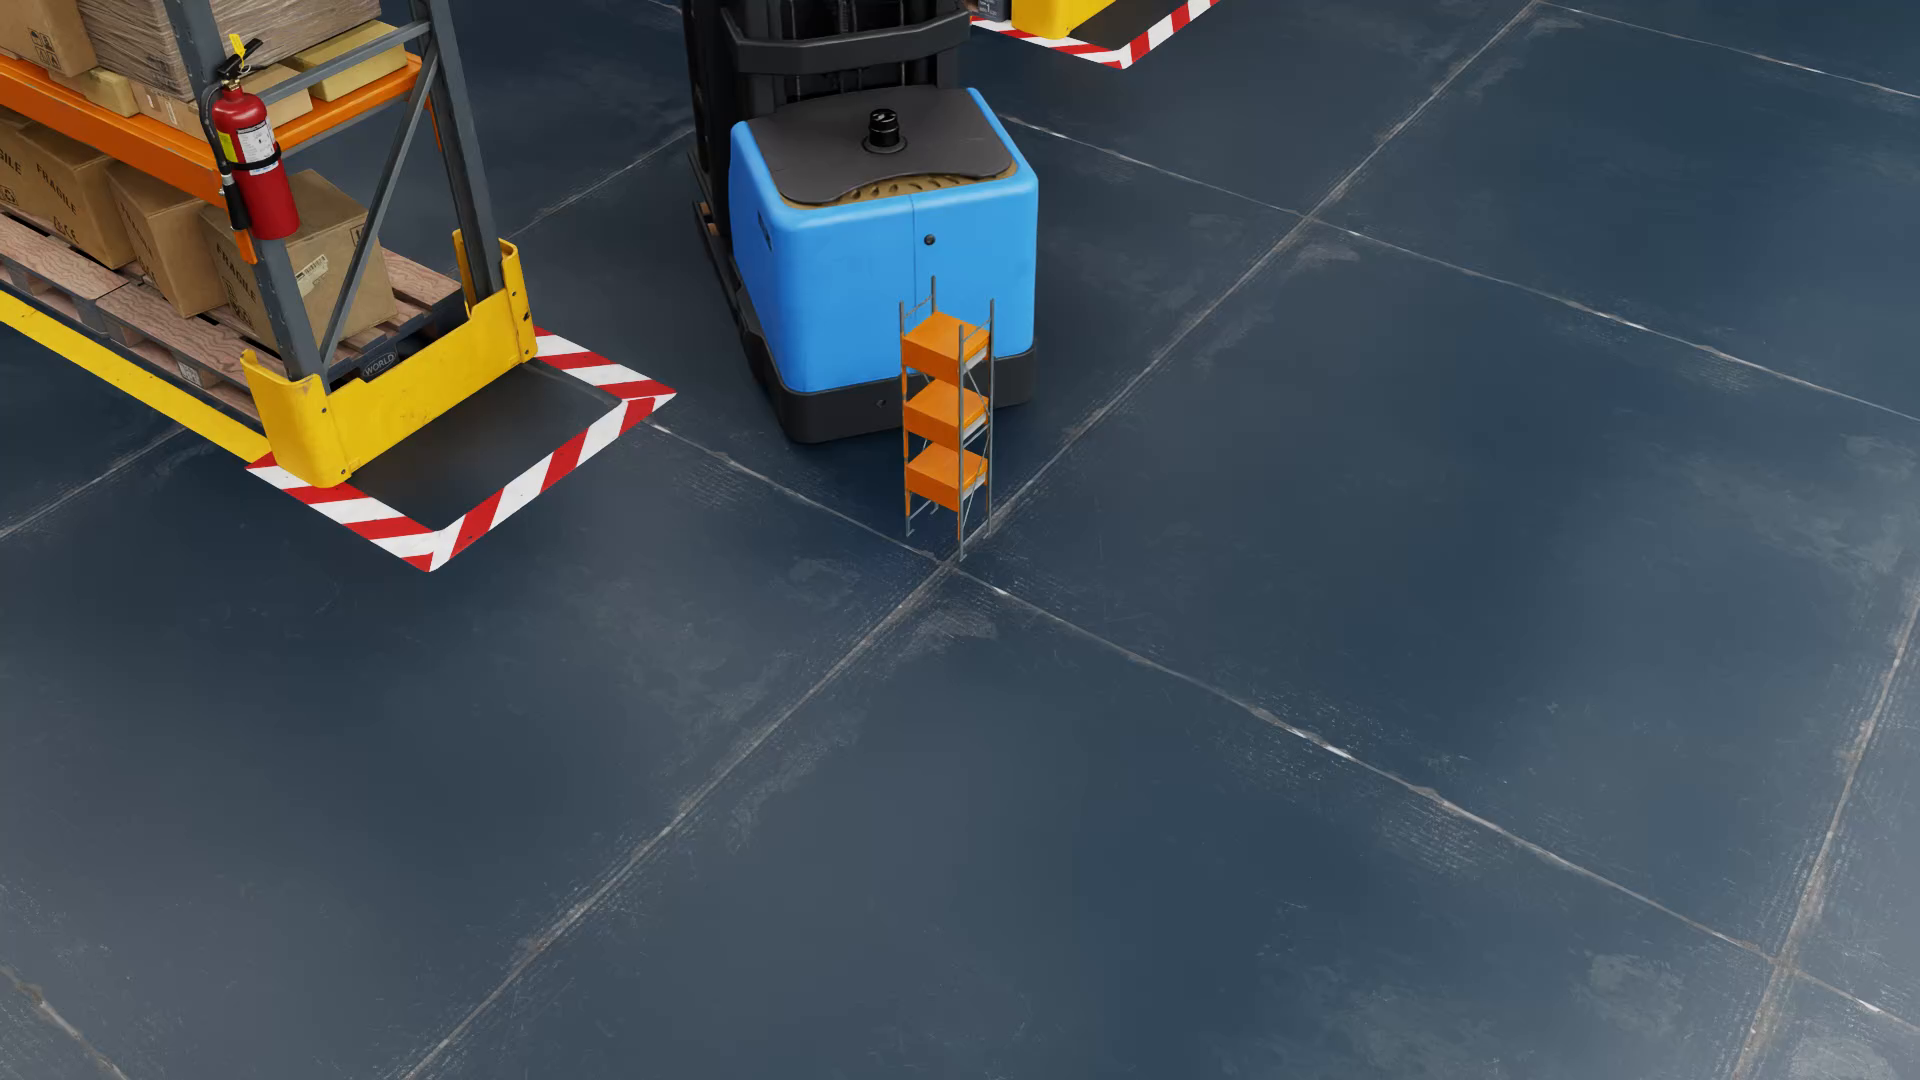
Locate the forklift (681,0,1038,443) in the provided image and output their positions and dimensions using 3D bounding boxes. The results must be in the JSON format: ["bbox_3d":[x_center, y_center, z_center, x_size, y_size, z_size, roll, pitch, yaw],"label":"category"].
[{"bbox_3d":[-0.619,-2.469,6.811,1.130,2.935,3.031,-12,43,-13],"label":"forklift"}]

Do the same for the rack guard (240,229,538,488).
[{"bbox_3d":[-2.268,-0.755,6.719,0.348,0.500,1.175,25,48,25],"label":"rack guard"}]

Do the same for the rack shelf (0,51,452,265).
[{"bbox_3d":[-3.843,-2.155,6.949,4.000,0.370,1.077,25,48,25],"label":"rack shelf"}]

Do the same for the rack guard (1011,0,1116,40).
[{"bbox_3d":[0.745,-3.386,9.659,0.348,0.500,1.175,25,48,25],"label":"rack guard"}]

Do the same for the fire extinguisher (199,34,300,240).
[{"bbox_3d":[-2.376,-1.333,5.548,0.183,0.674,0.296,25,48,25],"label":"fire extinguisher"}]

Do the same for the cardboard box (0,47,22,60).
[{"bbox_3d":[-3.590,-2.030,6.457,0.250,0.149,0.380,25,48,25],"label":"cardboard box"}]

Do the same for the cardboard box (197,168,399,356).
[{"bbox_3d":[-2.707,-1.131,6.824,0.500,0.500,0.500,-33,51,-31],"label":"cardboard box"}]

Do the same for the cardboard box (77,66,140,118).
[{"bbox_3d":[-2.996,-1.724,6.116,0.250,0.149,0.380,25,48,25],"label":"cardboard box"}]

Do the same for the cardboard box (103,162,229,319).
[{"bbox_3d":[-3.216,-1.341,7.059,0.500,0.500,0.500,-29,49,-28],"label":"cardboard box"}]

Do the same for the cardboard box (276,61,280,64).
[{"bbox_3d":[-2.496,-1.909,6.323,0.250,0.149,0.380,25,48,25],"label":"cardboard box"}]

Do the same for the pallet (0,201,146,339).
[{"bbox_3d":[-3.907,-1.445,7.707,1.213,0.211,1.003,25,48,25],"label":"pallet"}]

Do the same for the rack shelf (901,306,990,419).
[{"bbox_3d":[-0.044,-0.615,5.741,0.240,0.259,0.215,25,48,25],"label":"rack shelf"}]

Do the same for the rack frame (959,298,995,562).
[{"bbox_3d":[0.056,-0.365,5.871,0.008,1.050,0.200,25,48,25],"label":"rack frame"}]

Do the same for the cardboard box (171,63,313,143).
[{"bbox_3d":[-2.557,-1.560,5.933,0.250,0.149,0.380,25,48,25],"label":"cardboard box"}]

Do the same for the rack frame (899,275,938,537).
[{"bbox_3d":[-0.144,-0.458,5.975,0.008,1.050,0.200,25,48,25],"label":"rack frame"}]

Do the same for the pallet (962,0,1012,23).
[{"bbox_3d":[0.026,-3.551,10.060,1.213,0.211,1.003,25,48,25],"label":"pallet"}]

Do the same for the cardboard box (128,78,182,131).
[{"bbox_3d":[-2.762,-1.656,6.040,0.250,0.149,0.380,25,48,25],"label":"cardboard box"}]

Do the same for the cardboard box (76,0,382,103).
[{"bbox_3d":[-2.640,-2.031,5.972,0.500,0.500,0.875,25,48,25],"label":"cardboard box"}]

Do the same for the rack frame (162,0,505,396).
[{"bbox_3d":[-2.205,-1.657,5.853,0.127,3.000,1.000,25,48,25],"label":"rack frame"}]

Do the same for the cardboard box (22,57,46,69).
[{"bbox_3d":[-3.373,-1.946,6.364,0.250,0.149,0.380,25,48,25],"label":"cardboard box"}]

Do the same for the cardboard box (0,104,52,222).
[{"bbox_3d":[-4.149,-1.829,7.604,0.500,0.500,0.500,21,46,22],"label":"cardboard box"}]

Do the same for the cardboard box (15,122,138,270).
[{"bbox_3d":[-3.718,-1.591,7.338,0.500,0.500,0.500,30,50,29],"label":"cardboard box"}]

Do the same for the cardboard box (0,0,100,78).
[{"bbox_3d":[-3.118,-2.157,6.113,0.500,0.500,0.875,25,48,25],"label":"cardboard box"}]

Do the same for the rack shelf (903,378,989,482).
[{"bbox_3d":[-0.044,-0.404,5.930,0.240,0.259,0.215,25,48,25],"label":"rack shelf"}]

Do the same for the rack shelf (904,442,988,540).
[{"bbox_3d":[-0.044,-0.197,6.115,0.240,0.259,0.215,25,48,25],"label":"rack shelf"}]

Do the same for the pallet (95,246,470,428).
[{"bbox_3d":[-2.913,-0.978,7.184,1.213,0.211,1.003,25,48,25],"label":"pallet"}]

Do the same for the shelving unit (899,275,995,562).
[{"bbox_3d":[-0.044,-0.412,5.923,0.252,1.050,0.215,25,48,25],"label":"shelving unit"}]

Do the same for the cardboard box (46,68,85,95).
[{"bbox_3d":[-3.192,-1.828,6.232,0.250,0.149,0.380,25,48,25],"label":"cardboard box"}]

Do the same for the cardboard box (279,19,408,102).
[{"bbox_3d":[-2.302,-1.803,6.204,0.250,0.149,0.380,25,48,25],"label":"cardboard box"}]
